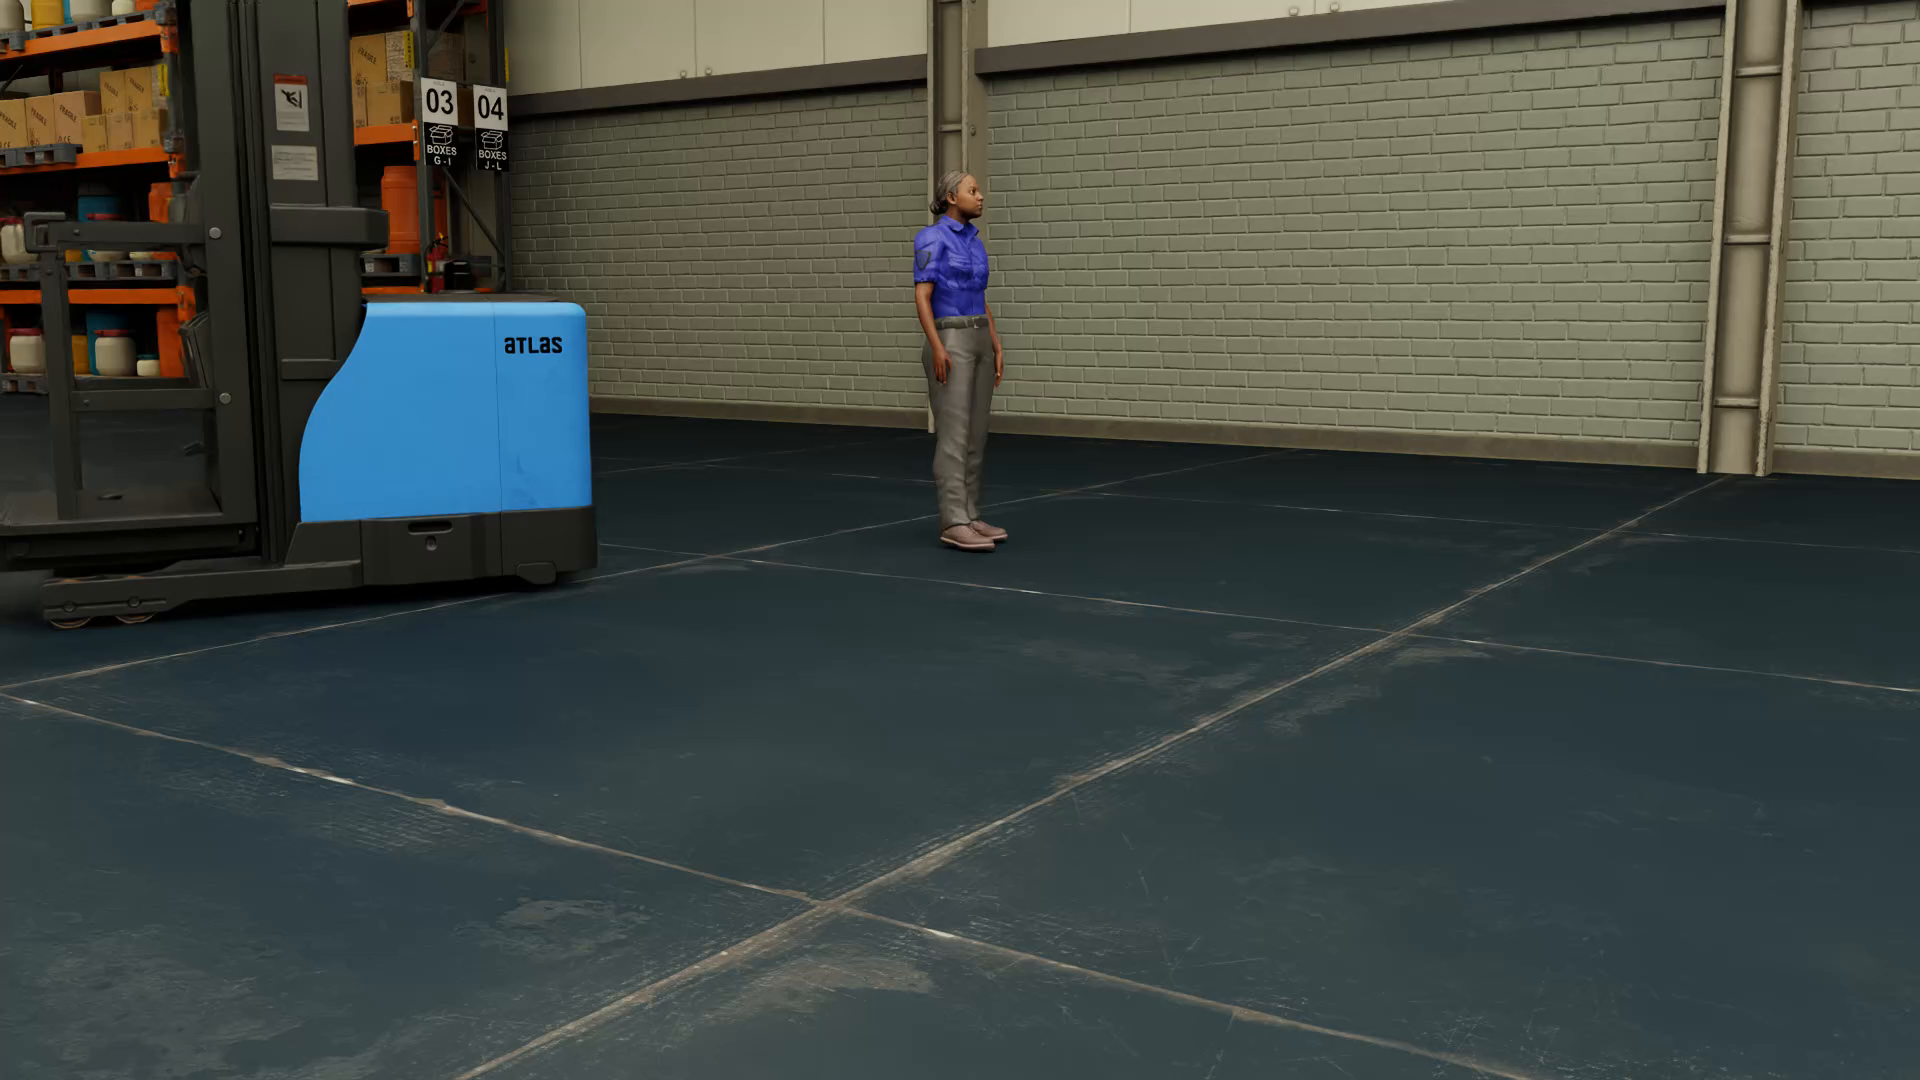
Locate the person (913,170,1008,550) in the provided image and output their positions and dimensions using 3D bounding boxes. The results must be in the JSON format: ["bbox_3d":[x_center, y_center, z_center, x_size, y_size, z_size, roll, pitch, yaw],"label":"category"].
[{"bbox_3d":[0.065,-0.817,7.420,0.496,1.656,0.570,5,10,34],"label":"person"}]

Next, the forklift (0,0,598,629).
[{"bbox_3d":[-2.942,-1.240,5.912,3.031,2.935,1.130,-4,9,-26],"label":"forklift"}]
